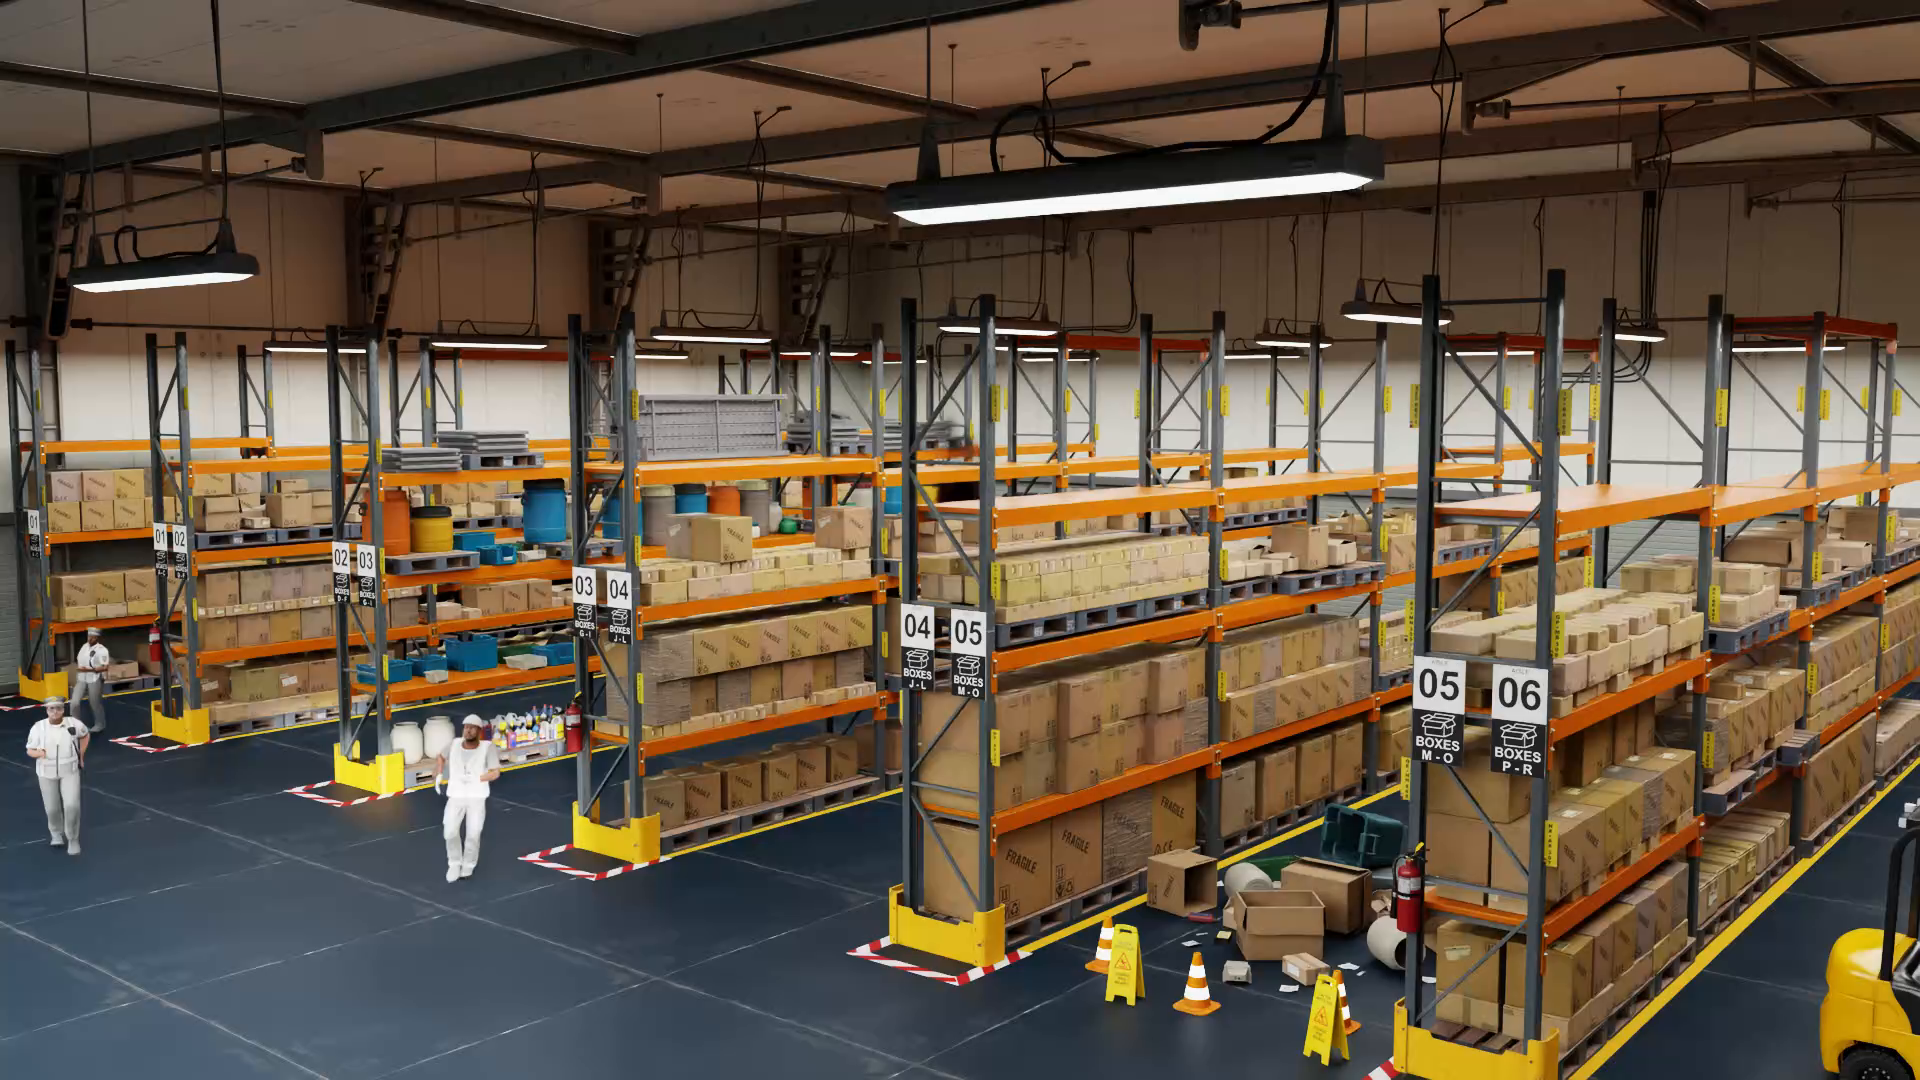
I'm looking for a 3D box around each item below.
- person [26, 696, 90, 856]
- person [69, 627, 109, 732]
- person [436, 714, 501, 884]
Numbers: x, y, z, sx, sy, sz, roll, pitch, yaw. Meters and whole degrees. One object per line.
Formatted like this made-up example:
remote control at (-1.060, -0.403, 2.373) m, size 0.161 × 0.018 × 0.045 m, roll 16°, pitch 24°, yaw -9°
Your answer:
person at (-10.058, 2.629, 18.562) m, size 0.611 × 1.827 × 0.801 m, roll -2°, pitch 6°, yaw -24°
person at (-12.858, 2.118, 24.662) m, size 0.585 × 1.703 × 0.763 m, roll 0°, pitch 5°, yaw 3°
person at (-5.180, 2.721, 17.520) m, size 0.678 × 1.769 × 0.641 m, roll -1°, pitch 5°, yaw -11°
